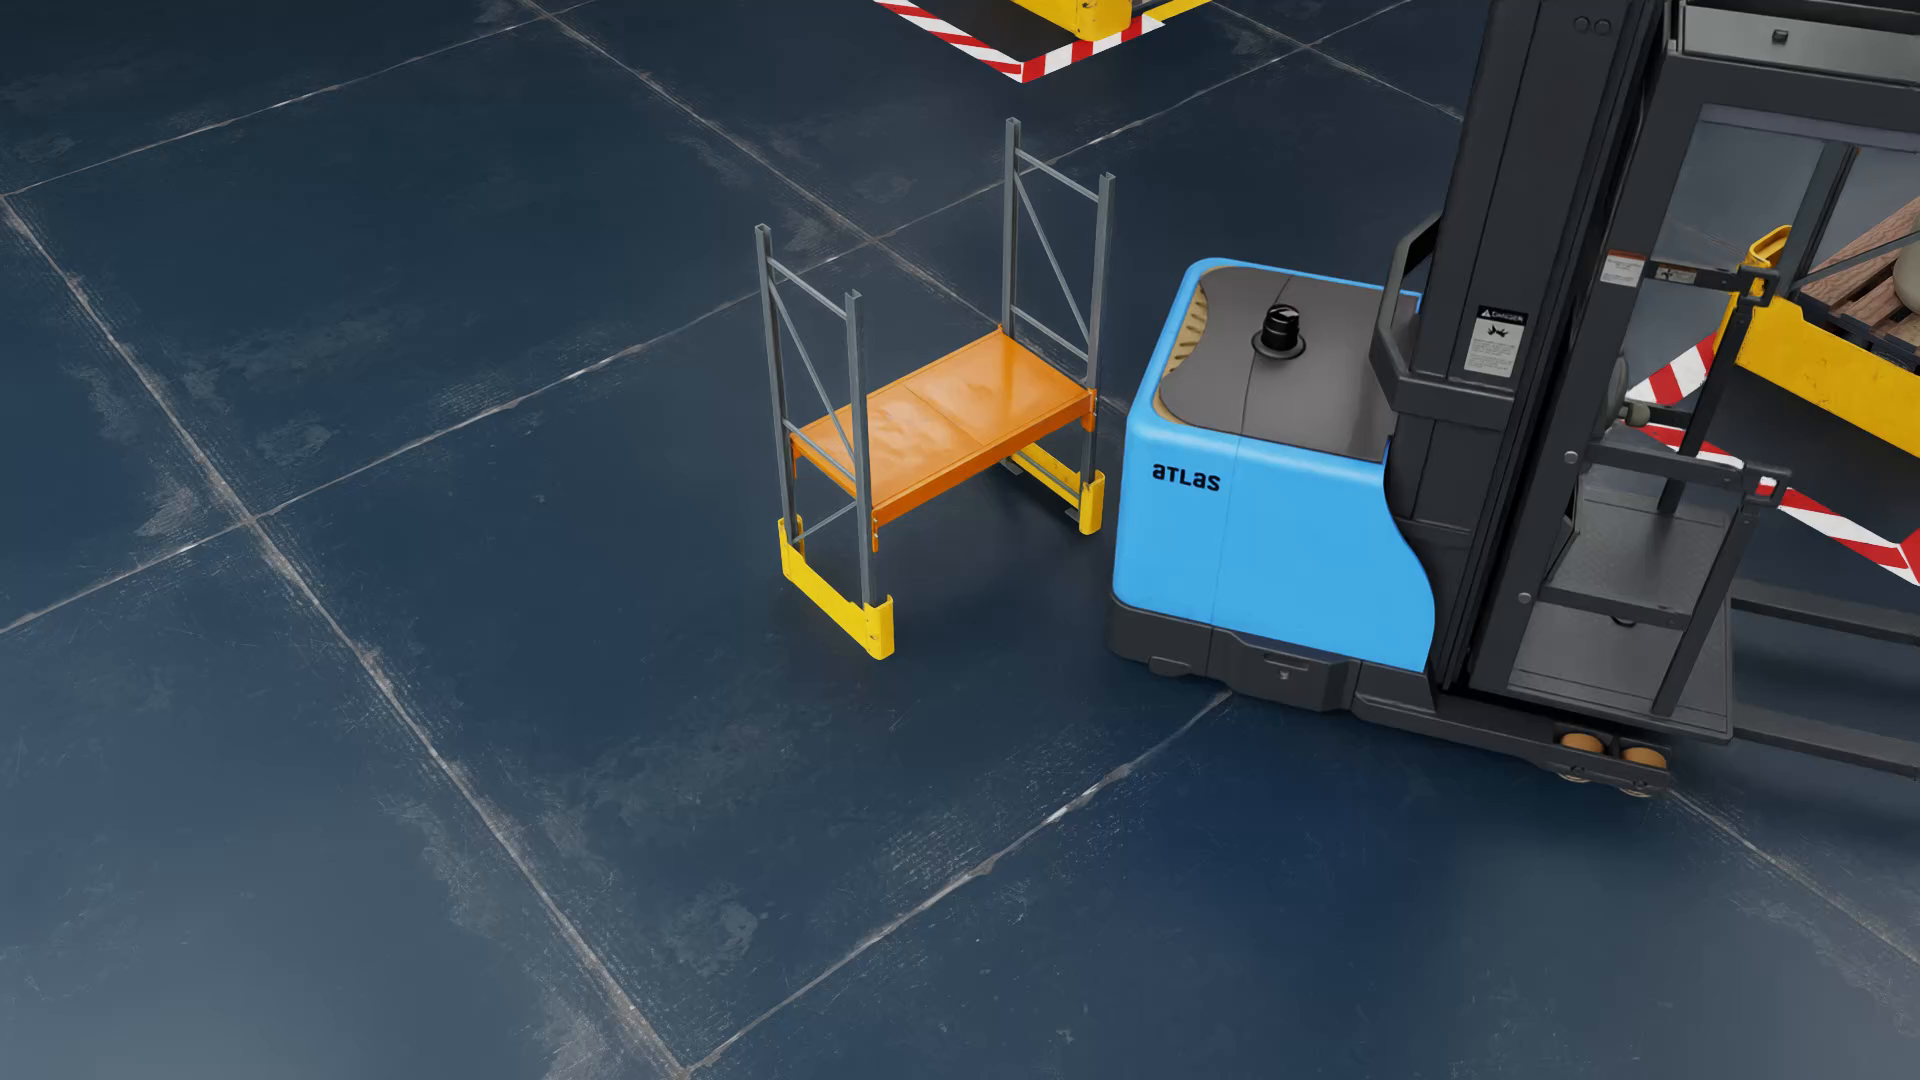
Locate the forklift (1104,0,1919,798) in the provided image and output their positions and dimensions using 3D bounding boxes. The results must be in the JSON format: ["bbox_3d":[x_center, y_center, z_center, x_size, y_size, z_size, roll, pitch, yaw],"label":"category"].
[{"bbox_3d":[2.076,-0.650,4.802,3.031,2.935,1.130,13,45,13],"label":"forklift"}]

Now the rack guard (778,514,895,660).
[{"bbox_3d":[-0.440,0.161,5.896,0.087,0.250,0.587,-30,51,-28],"label":"rack guard"}]

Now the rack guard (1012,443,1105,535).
[{"bbox_3d":[0.324,-0.276,6.362,0.087,0.250,0.587,-30,51,-28],"label":"rack guard"}]

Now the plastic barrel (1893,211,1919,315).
[{"bbox_3d":[4.125,-1.193,6.839,0.421,0.512,0.421,0,43,0],"label":"plastic barrel"}]

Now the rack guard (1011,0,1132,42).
[{"bbox_3d":[0.476,-3.298,9.397,0.348,0.500,1.175,-30,51,-28],"label":"rack guard"}]

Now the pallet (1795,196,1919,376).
[{"bbox_3d":[4.324,-1.013,7.174,1.213,0.211,1.003,-30,51,-28],"label":"pallet"}]

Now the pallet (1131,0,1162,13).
[{"bbox_3d":[1.054,-3.561,9.888,1.213,0.211,1.003,-30,51,-28],"label":"pallet"}]

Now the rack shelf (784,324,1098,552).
[{"bbox_3d":[-0.065,-0.378,5.820,1.000,0.185,0.538,-30,51,-28],"label":"rack shelf"}]

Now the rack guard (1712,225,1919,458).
[{"bbox_3d":[3.697,-0.764,6.698,0.348,0.500,1.175,-30,51,-28],"label":"rack guard"}]

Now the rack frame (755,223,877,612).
[{"bbox_3d":[-0.455,-0.286,5.459,0.032,1.500,0.500,-30,51,-28],"label":"rack frame"}]

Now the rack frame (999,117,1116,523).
[{"bbox_3d":[0.324,-0.733,5.934,0.032,1.500,0.500,-30,51,-28],"label":"rack frame"}]

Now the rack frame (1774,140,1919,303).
[{"bbox_3d":[3.669,-1.617,5.781,0.127,3.000,1.000,-30,51,-28],"label":"rack frame"}]

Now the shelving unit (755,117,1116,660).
[{"bbox_3d":[-0.058,-0.513,5.701,1.083,1.500,0.587,-30,51,-28],"label":"shelving unit"}]

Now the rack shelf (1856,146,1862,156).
[{"bbox_3d":[5.203,-2.233,6.963,4.000,0.370,1.077,-30,51,-28],"label":"rack shelf"}]
